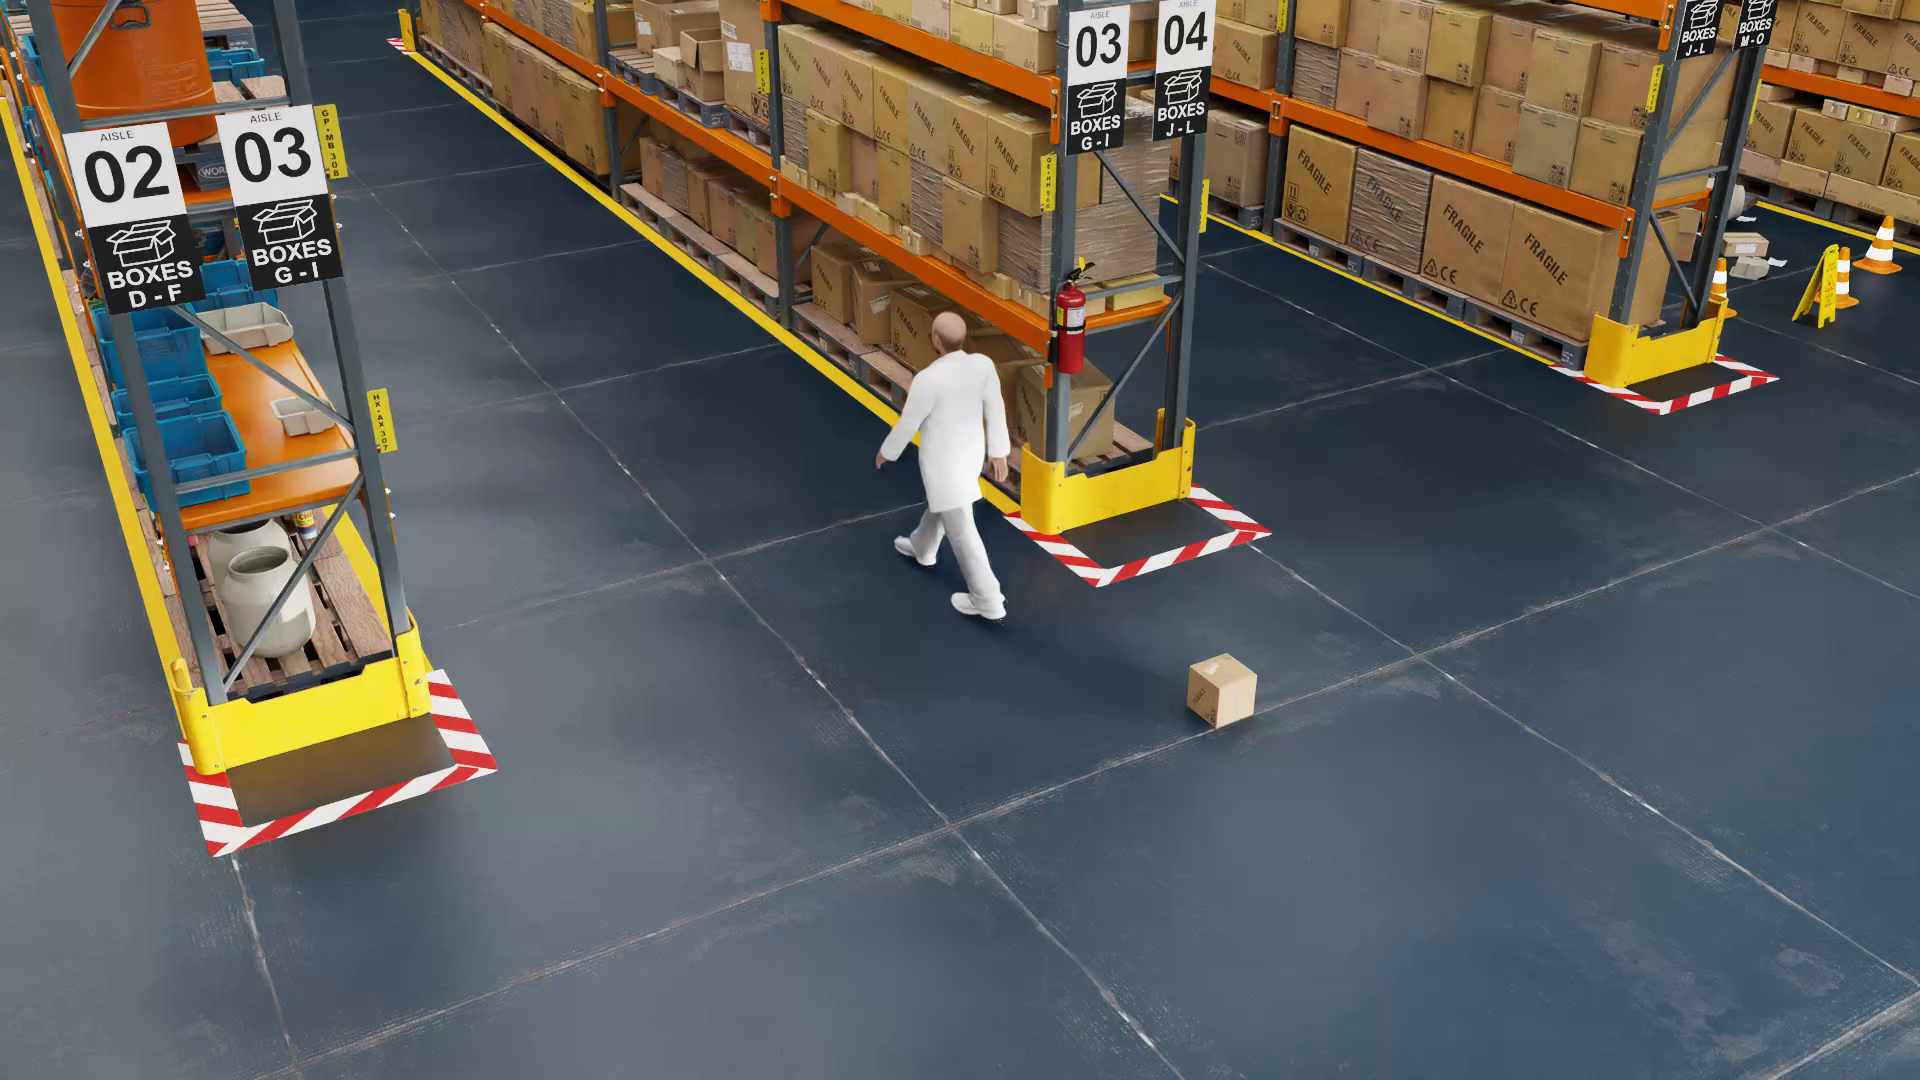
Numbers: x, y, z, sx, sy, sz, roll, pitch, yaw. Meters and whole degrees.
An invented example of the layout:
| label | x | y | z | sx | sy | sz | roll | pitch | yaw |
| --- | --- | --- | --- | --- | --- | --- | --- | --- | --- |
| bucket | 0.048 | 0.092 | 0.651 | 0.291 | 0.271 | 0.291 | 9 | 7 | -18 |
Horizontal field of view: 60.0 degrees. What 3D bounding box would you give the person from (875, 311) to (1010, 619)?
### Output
| label | x | y | z | sx | sy | sz | roll | pitch | yaw |
| --- | --- | --- | --- | --- | --- | --- | --- | --- | --- |
| person | -0.099 | -0.486 | 9.447 | 0.632 | 1.722 | 1.123 | -25 | 37 | -38 |
